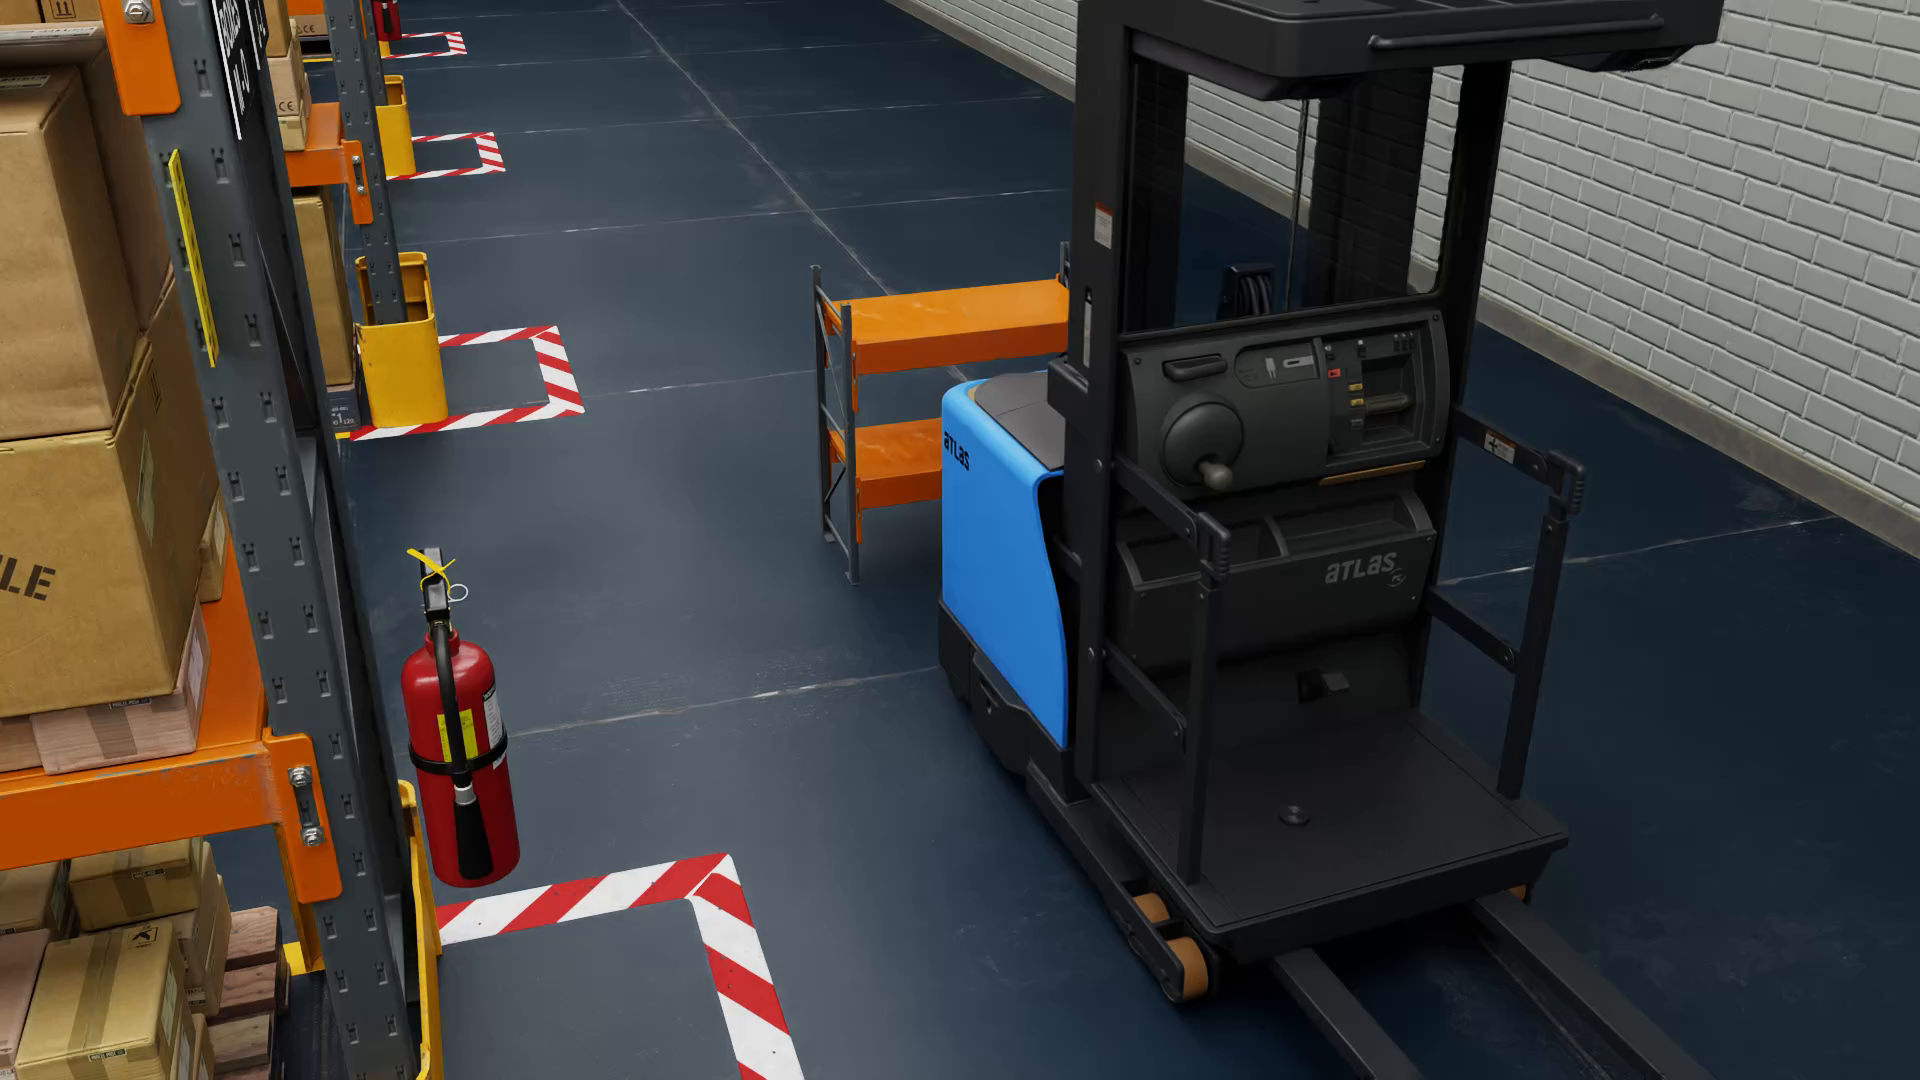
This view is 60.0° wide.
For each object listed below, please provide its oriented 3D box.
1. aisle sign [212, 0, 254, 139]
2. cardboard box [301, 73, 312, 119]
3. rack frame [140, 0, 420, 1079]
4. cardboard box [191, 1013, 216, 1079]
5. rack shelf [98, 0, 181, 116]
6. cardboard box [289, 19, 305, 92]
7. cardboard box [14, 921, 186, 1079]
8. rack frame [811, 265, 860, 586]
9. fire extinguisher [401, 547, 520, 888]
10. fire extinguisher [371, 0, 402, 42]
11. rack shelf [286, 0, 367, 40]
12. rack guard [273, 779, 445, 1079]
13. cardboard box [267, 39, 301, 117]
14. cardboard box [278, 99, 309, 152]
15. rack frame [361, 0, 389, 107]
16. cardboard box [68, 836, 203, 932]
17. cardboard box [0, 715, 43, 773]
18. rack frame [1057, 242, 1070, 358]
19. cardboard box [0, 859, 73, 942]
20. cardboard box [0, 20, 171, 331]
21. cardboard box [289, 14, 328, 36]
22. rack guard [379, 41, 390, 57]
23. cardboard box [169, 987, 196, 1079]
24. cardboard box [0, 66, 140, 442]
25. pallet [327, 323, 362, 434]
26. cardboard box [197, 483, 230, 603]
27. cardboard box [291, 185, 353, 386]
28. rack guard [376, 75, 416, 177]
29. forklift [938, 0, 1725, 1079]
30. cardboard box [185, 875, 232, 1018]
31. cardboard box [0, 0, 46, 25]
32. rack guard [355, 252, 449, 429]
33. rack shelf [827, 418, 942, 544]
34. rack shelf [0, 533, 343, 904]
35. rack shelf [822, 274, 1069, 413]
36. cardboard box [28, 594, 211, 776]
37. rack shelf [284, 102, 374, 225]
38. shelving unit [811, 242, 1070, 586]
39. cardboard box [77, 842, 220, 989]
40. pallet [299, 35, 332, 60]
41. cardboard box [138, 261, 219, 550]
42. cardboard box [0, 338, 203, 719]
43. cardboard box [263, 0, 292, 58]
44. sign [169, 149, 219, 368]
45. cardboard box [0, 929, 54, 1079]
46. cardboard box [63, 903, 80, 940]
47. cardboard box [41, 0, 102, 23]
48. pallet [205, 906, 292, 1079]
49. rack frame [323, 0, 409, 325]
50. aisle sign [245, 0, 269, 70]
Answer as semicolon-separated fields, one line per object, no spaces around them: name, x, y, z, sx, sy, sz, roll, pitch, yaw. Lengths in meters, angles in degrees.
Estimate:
aisle sign;-1.187;-1.063;2.594;0.004;0.787;0.394;-8;28;-16
cardboard box;-3.229;-2.104;7.898;0.250;0.149;0.380;-8;27;-16
rack frame;-1.350;-0.015;3.407;0.127;3.000;1.000;-8;28;-16
cardboard box;-1.786;1.234;3.624;0.250;0.149;0.380;-8;27;-15
rack shelf;-3.251;-0.761;2.345;4.000;0.370;1.077;-8;28;-16
cardboard box;-3.329;-2.240;7.724;0.500;0.250;0.500;-9;28;-17
cardboard box;-1.774;0.987;3.453;0.250;0.149;0.380;-8;27;-16
rack frame;-0.477;-0.435;6.361;0.032;1.125;0.500;-8;28;-16
fire extinguisher;-0.967;0.347;3.184;0.183;0.674;0.296;-8;28;-16
fire extinguisher;-4.039;-3.847;11.633;0.183;0.674;0.296;-8;28;-16
rack shelf;-6.225;-3.623;11.483;4.000;0.370;1.077;-8;28;-16
rack guard;-1.422;1.115;3.942;0.348;0.500;1.175;-8;28;-16
cardboard box;-3.168;-2.013;7.266;0.500;0.250;0.500;-9;28;-17
cardboard box;-3.026;-1.825;7.336;0.250;0.149;0.380;-8;27;-15
rack frame;-4.323;-4.220;11.878;0.127;3.000;1.000;-8;28;-16
cardboard box;-1.953;0.736;3.960;0.250;0.149;0.380;-10;28;-18
cardboard box;-1.820;0.280;3.095;0.250;0.149;0.380;-8;28;-16
rack frame;0.490;-0.575;6.643;0.032;1.125;0.500;-8;28;-16
cardboard box;-2.178;0.825;3.781;0.250;0.149;0.380;-8;27;-15
cardboard box;-1.859;-0.691;3.198;0.500;0.500;0.500;-8;28;-16
cardboard box;-6.294;-5.214;16.195;0.500;0.500;0.500;-8;28;-16
rack guard;-5.926;-5.185;16.632;0.348;0.500;1.175;-8;28;-16
cardboard box;-1.763;1.134;3.492;0.250;0.149;0.380;-9;28;-17
cardboard box;-1.708;-0.473;2.758;0.500;0.500;0.500;-9;28;-17
pallet;-3.526;-0.734;7.991;1.213;0.211;1.003;-8;28;-16
cardboard box;-1.759;0.003;3.652;0.250;0.149;0.380;-8;28;-17
cardboard box;-3.373;-1.241;7.793;0.875;0.875;0.875;-8;28;-16
rack guard;-4.304;-3.110;12.451;0.348;0.500;1.175;-8;28;-16
forklift;0.938;-0.324;4.106;1.130;2.935;3.031;-10;28;-19
cardboard box;-1.947;1.010;4.075;0.250;0.149;0.380;-8;27;-15
cardboard box;-4.296;-2.433;7.269;0.500;0.500;0.500;-9;28;-17
rack guard;-2.767;-1.010;8.222;0.348;0.500;1.175;-8;28;-16
rack shelf;0.006;-0.286;6.610;1.000;0.278;0.538;-8;28;-16
rack shelf;-3.251;0.582;3.012;4.000;0.370;1.077;-8;28;-16
rack shelf;0.006;-0.767;6.372;1.000;0.278;0.538;-8;28;-16
cardboard box;-1.572;0.262;3.132;0.250;0.149;0.380;-8;28;-16
rack shelf;-4.691;-1.529;7.265;4.000;0.370;1.077;-8;28;-16
shelving unit;0.006;-0.505;6.502;1.048;1.125;0.538;-8;28;-16
cardboard box;-1.927;0.904;3.955;0.250;0.149;0.380;-7;27;-14
pallet;-6.684;-4.945;16.475;1.213;0.211;1.003;-8;28;-16
cardboard box;-1.862;-0.248;3.430;0.500;0.500;0.500;-7;27;-14
cardboard box;-1.697;-0.022;2.975;0.500;0.500;0.500;-8;27;-15
cardboard box;-3.171;-2.350;7.101;0.500;0.500;0.500;-8;27;-15
sign;-1.197;-0.438;2.601;0.005;0.325;0.100;-8;28;-16
cardboard box;-2.031;0.998;3.432;0.250;0.149;0.380;-8;27;-15
cardboard box;-2.205;0.918;3.927;0.250;0.149;0.380;-8;28;-16
cardboard box;-3.805;-2.507;7.418;0.500;0.500;0.500;-9;28;-17
pallet;-2.205;1.341;3.811;1.213;0.211;1.003;-8;28;-16
rack frame;-2.789;-2.126;7.660;0.127;3.000;1.000;-8;28;-16
aisle sign;-1.373;-1.316;3.105;0.004;0.787;0.394;-8;28;-16
